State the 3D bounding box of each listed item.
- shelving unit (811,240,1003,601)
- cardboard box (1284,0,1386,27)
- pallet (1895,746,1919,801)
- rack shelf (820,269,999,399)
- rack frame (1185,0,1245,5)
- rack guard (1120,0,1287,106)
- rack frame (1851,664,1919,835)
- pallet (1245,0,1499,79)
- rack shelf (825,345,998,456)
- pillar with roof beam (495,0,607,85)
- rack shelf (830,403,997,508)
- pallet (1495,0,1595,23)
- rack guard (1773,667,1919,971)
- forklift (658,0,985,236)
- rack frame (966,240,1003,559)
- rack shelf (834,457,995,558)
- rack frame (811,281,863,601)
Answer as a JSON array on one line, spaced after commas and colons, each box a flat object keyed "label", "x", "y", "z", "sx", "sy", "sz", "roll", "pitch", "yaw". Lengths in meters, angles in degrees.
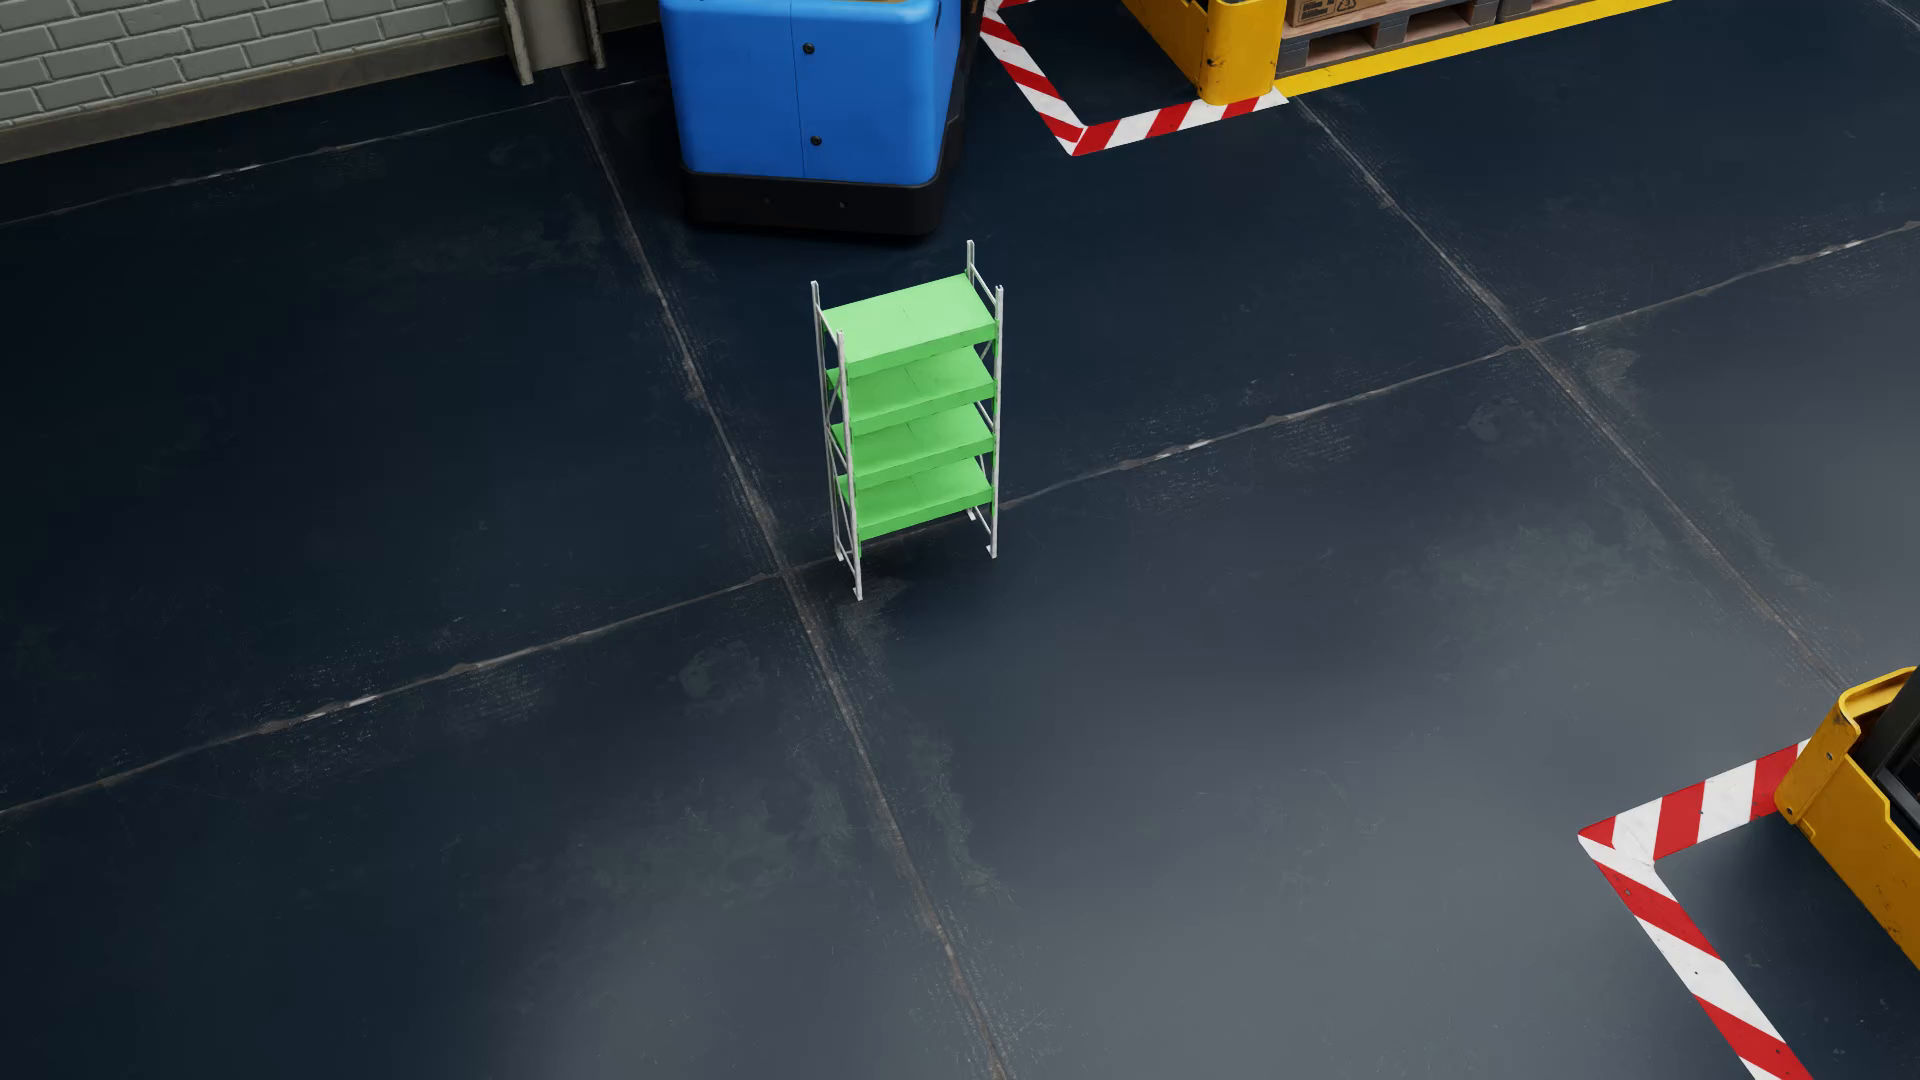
[{"label": "shelving unit", "x": -0.153, "y": -0.343, "z": 5.254, "sx": 0.503, "sy": 1.200, "sz": 0.258, "roll": -17, "pitch": 52, "yaw": -14}, {"label": "cardboard box", "x": 1.583, "y": -2.768, "z": 7.518, "sx": 0.637, "sy": 0.503, "sz": 0.797, "roll": -19, "pitch": 52, "yaw": -16}, {"label": "pallet", "x": 3.572, "y": 0.774, "z": 4.946, "sx": 1.213, "sy": 0.211, "sz": 1.003, "roll": -17, "pitch": 52, "yaw": -14}, {"label": "rack shelf", "x": -0.153, "y": -0.614, "z": 4.938, "sx": 0.480, "sy": 0.148, "sz": 0.258, "roll": -17, "pitch": 52, "yaw": -14}, {"label": "rack frame", "x": 0.981, "y": -3.335, "z": 6.637, "sx": 0.127, "sy": 3.000, "sz": 1.000, "roll": -17, "pitch": 52, "yaw": -14}, {"label": "rack guard", "x": 1.052, "y": -2.543, "z": 7.604, "sx": 0.348, "sy": 0.500, "sz": 1.175, "roll": -17, "pitch": 52, "yaw": -14}, {"label": "rack frame", "x": 2.861, "y": 0.150, "z": 3.644, "sx": 0.127, "sy": 3.000, "sz": 1.000, "roll": -17, "pitch": 52, "yaw": -14}, {"label": "pallet", "x": 1.789, "y": -2.678, "z": 7.911, "sx": 1.213, "sy": 0.211, "sz": 1.003, "roll": -17, "pitch": 52, "yaw": -14}, {"label": "rack shelf", "x": -0.153, "y": -0.458, "z": 5.120, "sx": 0.480, "sy": 0.148, "sz": 0.258, "roll": -17, "pitch": 52, "yaw": -14}, {"label": "pillar with roof beam", "x": -0.228, "y": -2.126, "z": 1.644, "sx": 0.400, "sy": 9.000, "sz": 9.100, "roll": -17, "pitch": 52, "yaw": -14}, {"label": "rack shelf", "x": -0.153, "y": -0.302, "z": 5.302, "sx": 0.480, "sy": 0.148, "sz": 0.258, "roll": -17, "pitch": 52, "yaw": -14}, {"label": "pallet", "x": 2.917, "y": -3.025, "z": 8.209, "sx": 1.213, "sy": 0.211, "sz": 1.003, "roll": -17, "pitch": 52, "yaw": -14}, {"label": "rack guard", "x": 2.839, "y": 0.971, "z": 4.586, "sx": 0.348, "sy": 0.500, "sz": 1.175, "roll": -17, "pitch": 52, "yaw": -14}, {"label": "forklift", "x": -0.460, "y": -3.311, "z": 6.661, "sx": 1.130, "sy": 2.935, "sz": 3.031, "roll": 4, "pitch": 49, "yaw": 4}, {"label": "rack frame", "x": 0.073, "y": -0.413, "z": 5.314, "sx": 0.015, "sy": 1.200, "sz": 0.240, "roll": -17, "pitch": 52, "yaw": -14}, {"label": "rack shelf", "x": -0.153, "y": -0.145, "z": 5.485, "sx": 0.480, "sy": 0.148, "sz": 0.258, "roll": -17, "pitch": 52, "yaw": -14}, {"label": "rack frame", "x": -0.379, "y": -0.273, "z": 5.194, "sx": 0.015, "sy": 1.200, "sz": 0.240, "roll": -17, "pitch": 52, "yaw": -14}]
